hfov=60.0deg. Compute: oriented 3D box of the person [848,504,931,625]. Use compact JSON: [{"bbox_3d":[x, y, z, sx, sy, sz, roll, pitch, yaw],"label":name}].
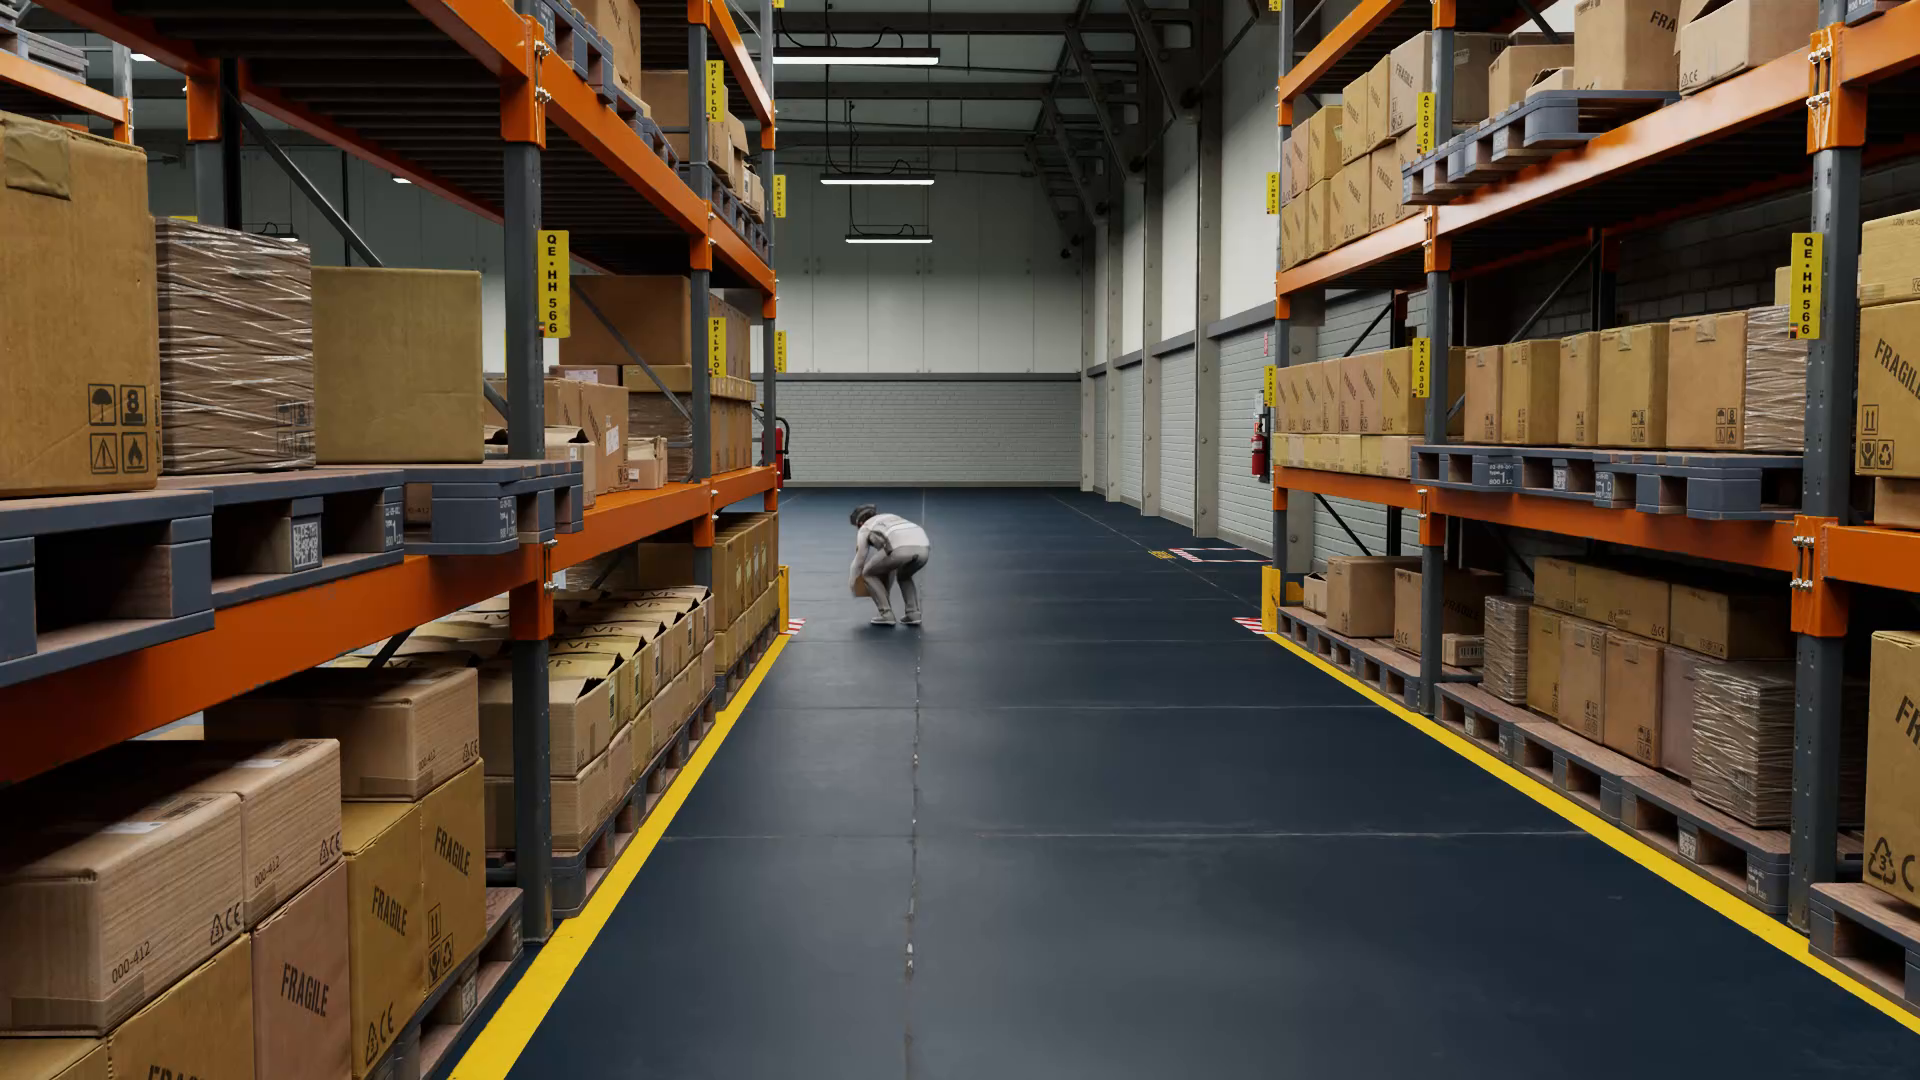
[{"bbox_3d":[-0.592,0.202,13.667,0.454,0.974,0.908,-2,5,-33],"label":"person"}]
